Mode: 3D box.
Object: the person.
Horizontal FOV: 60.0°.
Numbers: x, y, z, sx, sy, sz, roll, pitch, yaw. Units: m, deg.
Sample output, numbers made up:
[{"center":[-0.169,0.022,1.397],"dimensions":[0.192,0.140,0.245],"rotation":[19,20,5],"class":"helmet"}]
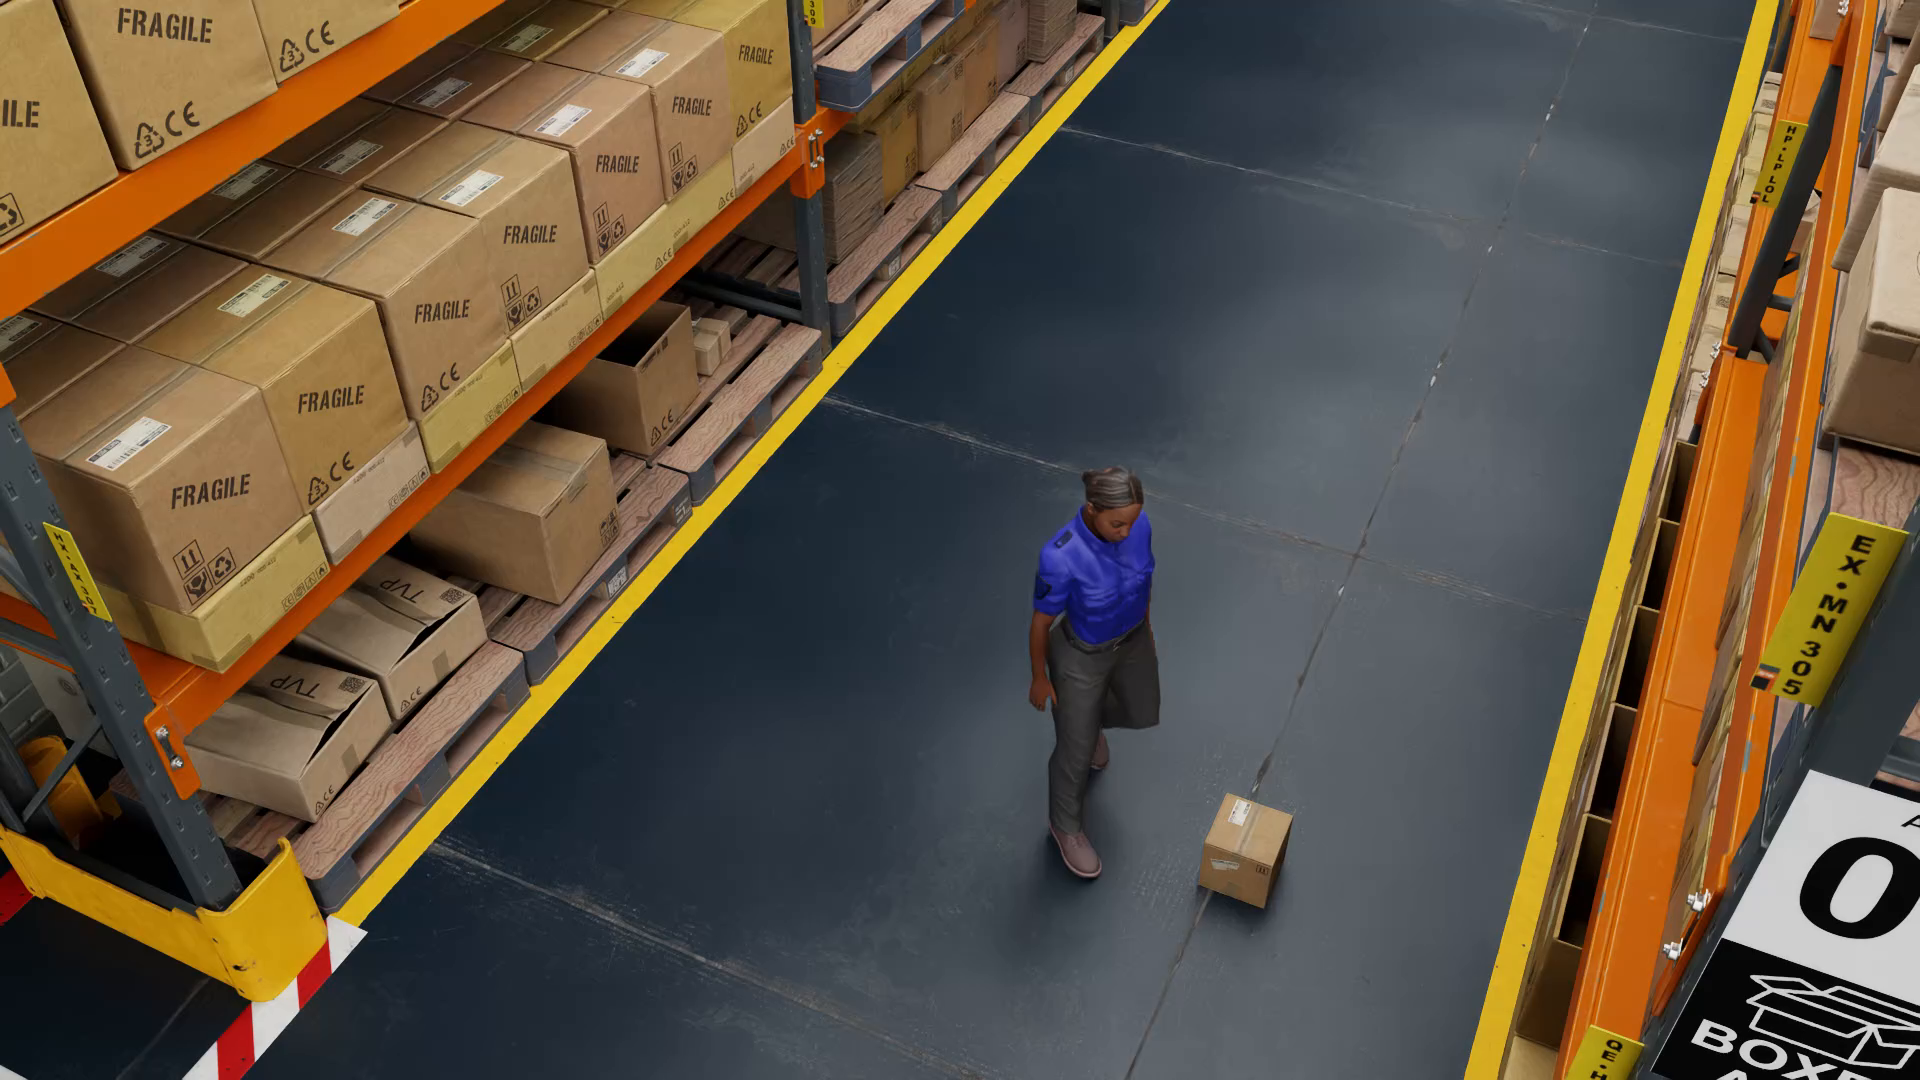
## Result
[{"center":[0.466,0.381,5.731],"dimensions":[0.529,1.650,0.587],"rotation":[-27,49,-27],"class":"person"}]
